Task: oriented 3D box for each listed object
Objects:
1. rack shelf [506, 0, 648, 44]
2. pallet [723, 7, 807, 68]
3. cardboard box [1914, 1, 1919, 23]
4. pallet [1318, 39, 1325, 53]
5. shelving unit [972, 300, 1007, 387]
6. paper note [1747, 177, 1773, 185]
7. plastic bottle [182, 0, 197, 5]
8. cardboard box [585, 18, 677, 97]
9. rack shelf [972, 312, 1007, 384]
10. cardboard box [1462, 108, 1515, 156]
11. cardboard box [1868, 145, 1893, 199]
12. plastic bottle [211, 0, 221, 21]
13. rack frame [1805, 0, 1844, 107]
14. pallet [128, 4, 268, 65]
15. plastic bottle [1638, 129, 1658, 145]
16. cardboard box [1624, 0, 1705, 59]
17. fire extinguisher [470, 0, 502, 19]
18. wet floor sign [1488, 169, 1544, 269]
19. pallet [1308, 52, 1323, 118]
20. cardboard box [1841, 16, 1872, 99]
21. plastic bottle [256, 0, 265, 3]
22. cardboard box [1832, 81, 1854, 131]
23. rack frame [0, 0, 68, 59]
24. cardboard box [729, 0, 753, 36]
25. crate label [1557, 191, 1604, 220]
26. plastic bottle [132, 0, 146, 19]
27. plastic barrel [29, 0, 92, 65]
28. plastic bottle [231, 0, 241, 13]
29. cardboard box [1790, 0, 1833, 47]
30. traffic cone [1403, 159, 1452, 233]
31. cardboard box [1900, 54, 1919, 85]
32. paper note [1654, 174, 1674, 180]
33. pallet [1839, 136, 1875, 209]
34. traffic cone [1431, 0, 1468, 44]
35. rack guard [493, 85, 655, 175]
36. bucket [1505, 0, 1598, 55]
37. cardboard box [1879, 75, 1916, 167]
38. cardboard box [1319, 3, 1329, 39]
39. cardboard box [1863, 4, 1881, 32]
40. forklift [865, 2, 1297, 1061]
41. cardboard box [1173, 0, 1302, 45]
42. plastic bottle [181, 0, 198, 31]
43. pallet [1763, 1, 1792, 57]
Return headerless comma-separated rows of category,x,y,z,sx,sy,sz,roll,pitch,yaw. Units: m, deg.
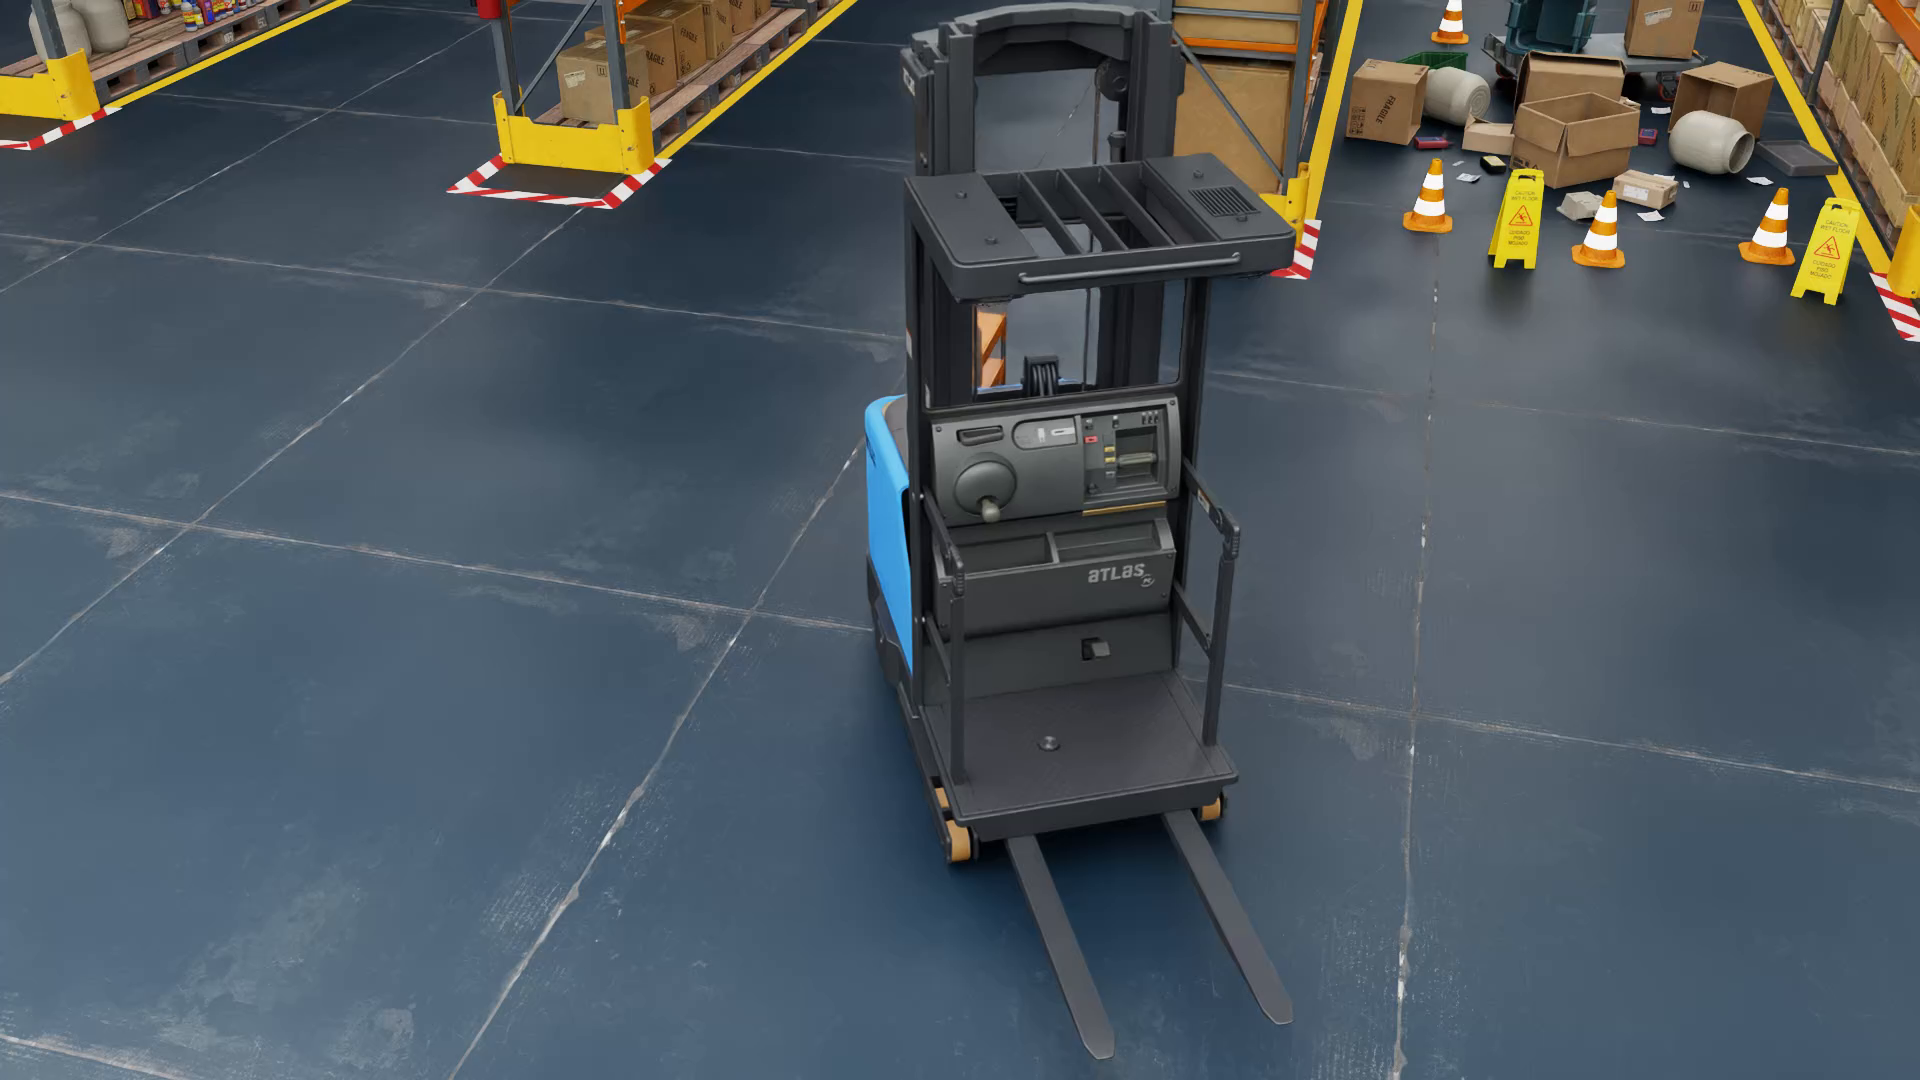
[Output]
rack shelf,-2.461,-4.890,13.816,1.077,0.370,4.000,8,33,12
pallet,-2.089,-4.701,15.448,1.003,0.211,1.213,8,33,12
cardboard box,6.762,-3.596,11.346,0.380,0.149,0.250,8,33,12
pallet,2.942,-4.737,15.505,1.003,0.211,1.213,8,33,12
shelving unit,0.042,-0.592,8.063,0.258,1.200,0.503,8,33,12
paper note,6.005,-2.699,12.467,0.142,0.019,0.148,-3,33,-4
plastic bottle,-7.356,-5.253,15.847,0.152,0.276,0.135,8,33,12
cardboard box,-2.675,-3.914,13.550,0.500,0.500,0.500,17,36,25
rack shelf,0.042,-0.924,7.852,0.258,0.148,0.480,8,33,12
cardboard box,4.164,-3.207,13.047,0.396,0.266,0.258,14,35,21
cardboard box,6.701,-2.547,11.632,0.500,0.250,0.500,8,33,13
plastic bottle,-6.910,-4.940,15.358,0.097,0.271,0.097,0,32,0
rack frame,7.632,-4.882,13.133,1.000,3.000,0.127,8,33,12
pallet,-7.262,-4.751,15.526,1.003,0.211,1.213,8,33,12
plastic bottle,5.491,-3.227,13.270,0.133,0.061,0.283,14,35,21
cardboard box,5.903,-4.373,13.957,0.500,0.500,0.500,8,33,12
fire extinguisher,-3.443,-4.126,12.016,0.296,0.674,0.183,8,33,12
wet floor sign,3.712,-2.149,11.030,0.267,0.644,0.232,3,33,4
pallet,2.550,-3.943,14.255,1.003,0.211,1.213,8,33,12
cardboard box,7.097,-3.666,12.694,0.500,0.500,0.500,9,34,14
plastic bottle,-6.759,-5.332,15.901,0.144,0.351,0.185,8,33,12
cardboard box,7.097,-3.351,12.896,0.500,0.250,0.500,10,34,15
rack frame,-7.759,-4.830,13.051,1.000,3.000,0.127,8,33,12
cardboard box,-2.231,-4.853,15.026,0.500,0.500,0.500,19,37,27
crate label,4.458,-2.388,11.878,0.250,0.136,0.298,-8,33,-13
plastic bottle,-7.626,-5.006,15.457,0.152,0.276,0.135,8,33,13
plastic barrel,-7.666,-4.309,14.159,0.421,0.512,0.421,0,32,0
plastic bottle,-6.834,-5.097,15.605,0.097,0.271,0.097,0,32,0
cardboard box,7.942,-4.596,14.742,0.950,0.372,0.625,10,34,15
traffic cone,3.312,-2.439,11.656,0.336,0.463,0.334,8,33,12
cardboard box,6.664,-3.194,11.346,0.380,0.149,0.250,9,33,13
paper note,5.293,-2.730,12.527,0.148,0.019,0.142,20,38,29
pallet,7.189,-2.717,12.326,1.003,0.211,1.213,8,33,12
traffic cone,4.620,-4.923,15.563,0.336,0.463,0.334,8,33,12
rack guard,-2.949,-3.140,12.723,1.175,0.500,0.348,8,33,12
bucket,5.014,-4.379,13.976,0.726,0.611,0.620,20,28,29
cardboard box,6.698,-2.862,11.428,0.500,0.500,0.500,9,34,14
cardboard box,2.889,-5.065,15.128,1.050,0.750,0.750,8,33,12
cardboard box,7.003,-3.896,12.450,0.380,0.149,0.250,9,34,14
forklift,0.409,-0.238,5.893,1.130,2.935,3.031,-7,33,-11
cardboard box,1.854,-3.690,11.118,0.875,0.550,0.550,8,33,12
plastic bottle,-6.997,-4.762,15.078,0.097,0.271,0.097,0,32,0
pallet,8.136,-4.744,15.516,1.003,0.211,1.213,8,33,12
